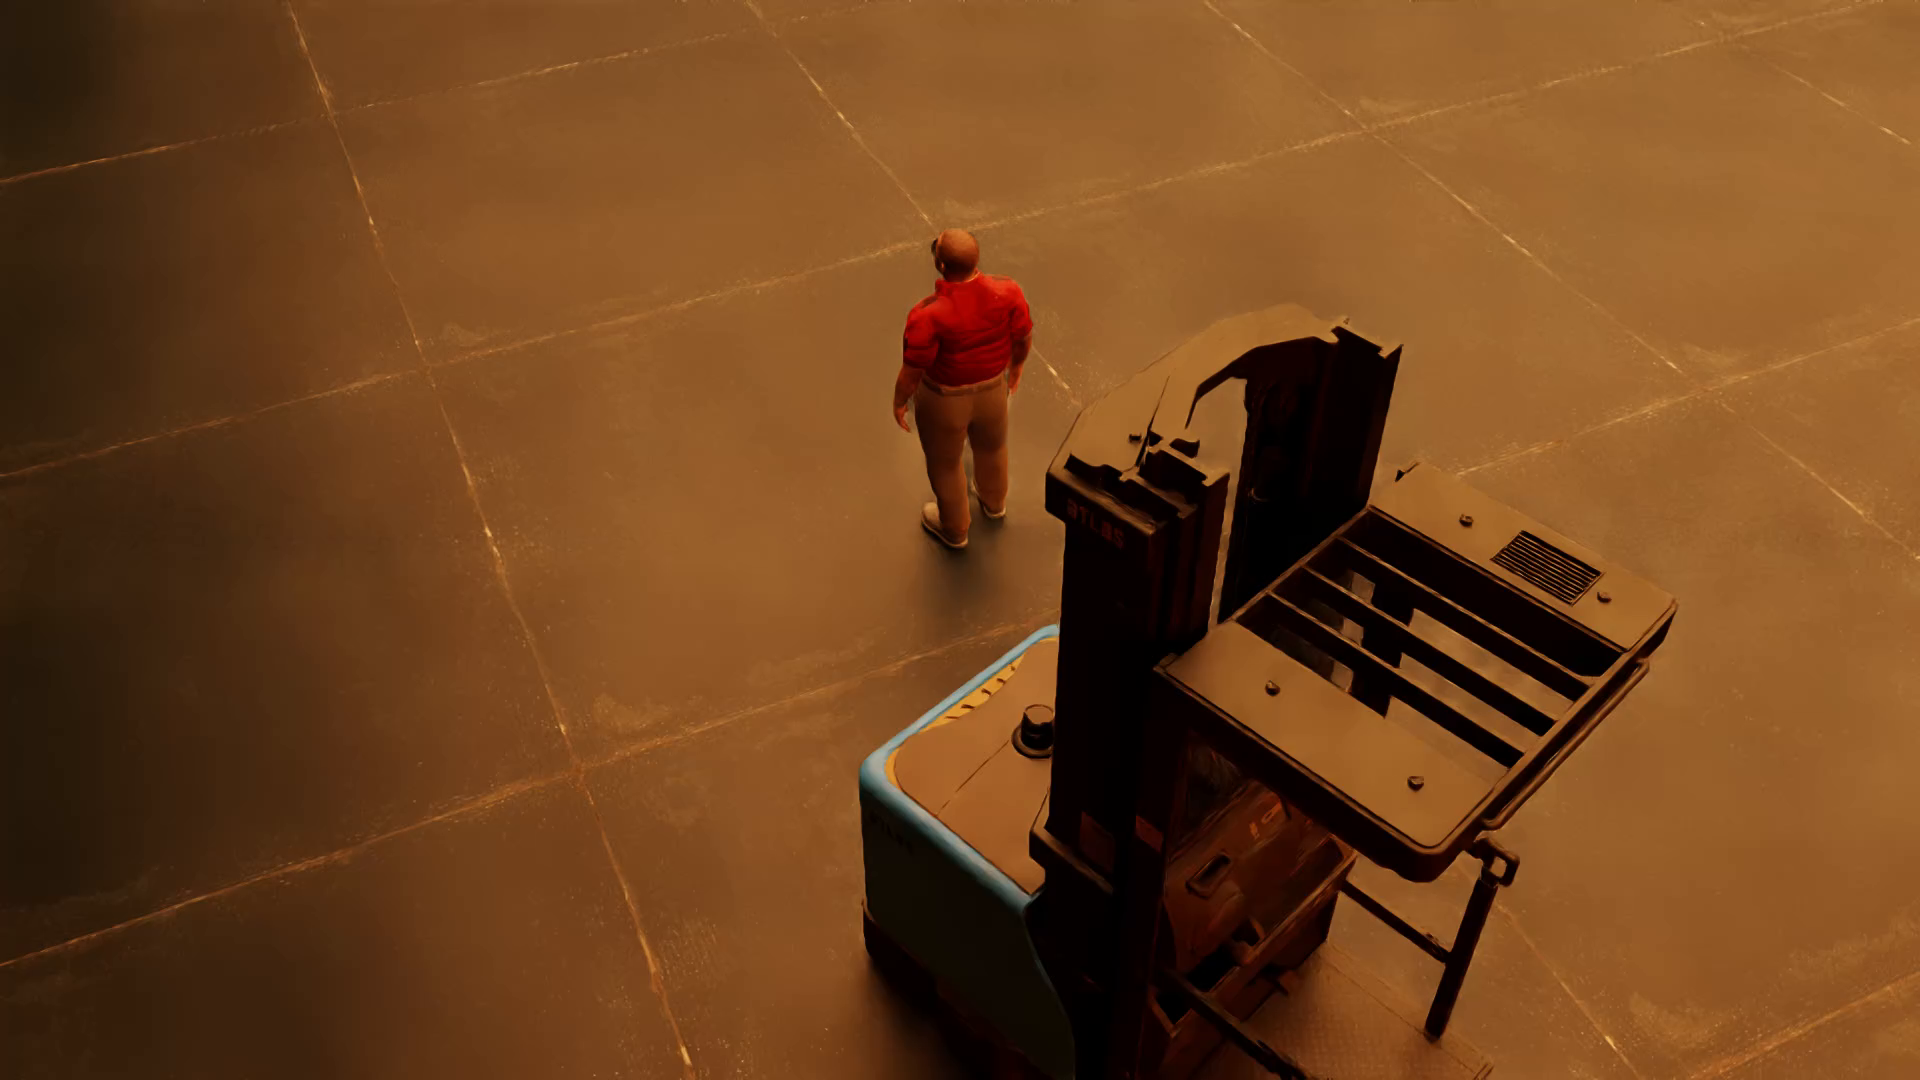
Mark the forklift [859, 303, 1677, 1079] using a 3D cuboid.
[{"bbox_3d":[1.044,0.935,4.678,1.130,2.935,3.031,-34,53,-31],"label":"forklift"}]

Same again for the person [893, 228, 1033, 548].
[{"bbox_3d":[-0.027,-0.696,7.297,0.640,1.726,0.550,-18,46,-18],"label":"person"}]
